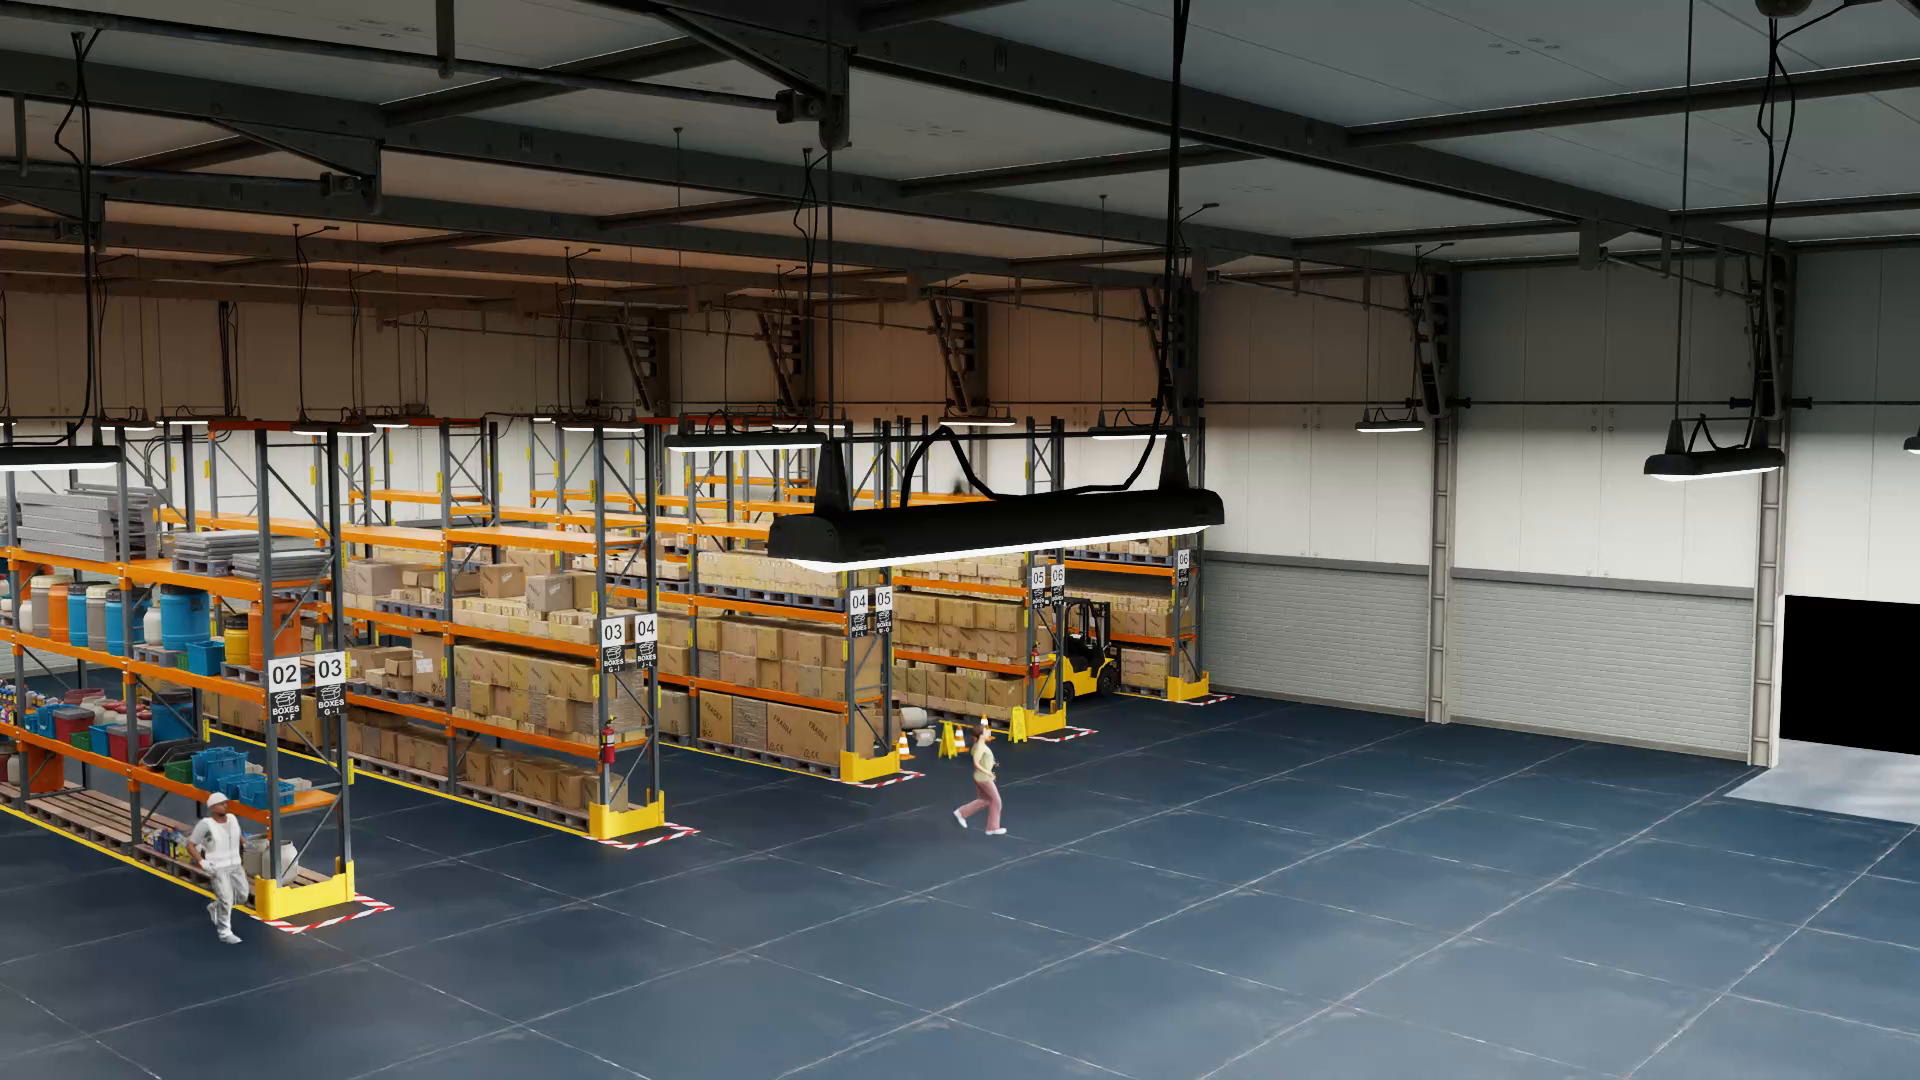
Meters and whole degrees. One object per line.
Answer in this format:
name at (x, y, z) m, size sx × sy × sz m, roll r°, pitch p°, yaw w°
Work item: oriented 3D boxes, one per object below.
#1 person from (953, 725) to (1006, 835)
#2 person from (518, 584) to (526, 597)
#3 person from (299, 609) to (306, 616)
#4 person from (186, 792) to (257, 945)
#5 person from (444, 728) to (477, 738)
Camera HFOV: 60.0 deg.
person at (0.299, 3.498, 24.262) m, size 0.775 × 1.631 × 0.587 m, roll -1°, pitch 5°, yaw -10°
person at (-11.398, 1.894, 43.277) m, size 0.818 × 1.721 × 0.775 m, roll -2°, pitch 5°, yaw -20°
person at (-15.130, 2.363, 38.110) m, size 0.811 × 1.664 × 0.670 m, roll 0°, pitch 5°, yaw 4°
person at (-8.706, 3.846, 19.604) m, size 0.706 × 1.736 × 0.735 m, roll 2°, pitch 5°, yaw 26°
person at (-9.198, 2.899, 30.594) m, size 0.865 × 1.846 × 0.677 m, roll 4°, pitch 6°, yaw 41°
